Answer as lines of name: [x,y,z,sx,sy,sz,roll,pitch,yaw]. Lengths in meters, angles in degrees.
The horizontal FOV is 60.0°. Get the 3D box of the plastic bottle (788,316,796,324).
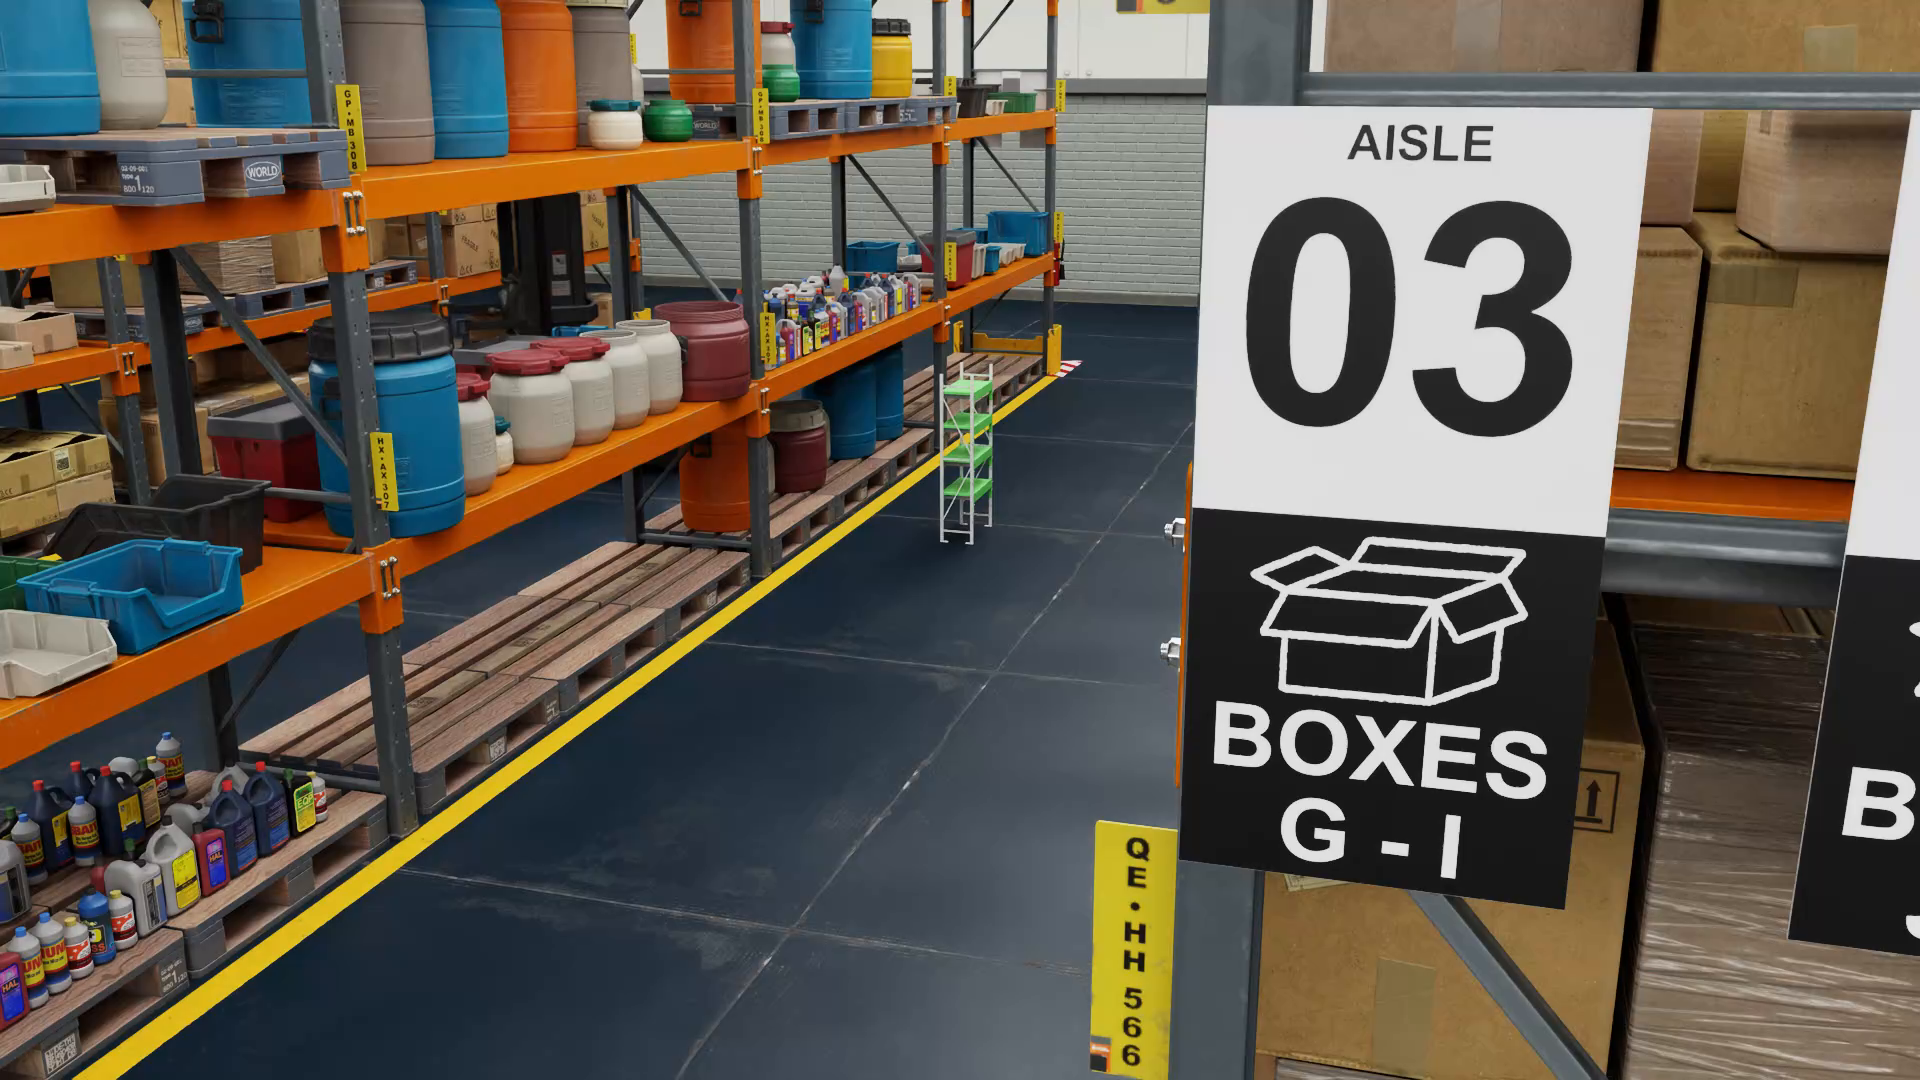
plastic bottle: [-1.180,-1.418,11.569,0.097,0.271,0.097,0,16,0]

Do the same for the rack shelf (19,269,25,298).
rack shelf: [-10.675,-2.184,15.349,1.077,0.370,4.000,5,16,16]

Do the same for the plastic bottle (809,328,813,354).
plastic bottle: [-1.084,-1.415,11.685,0.097,0.201,0.097,0,16,0]

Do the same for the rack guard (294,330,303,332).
rack guard: [-8.963,-2.903,21.149,1.175,0.500,0.348,5,16,16]

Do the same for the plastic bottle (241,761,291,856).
plastic bottle: [-2.788,1.062,6.637,0.144,0.351,0.185,4,16,14]

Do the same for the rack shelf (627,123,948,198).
rack shelf: [-1.177,-2.858,12.231,1.077,0.370,4.000,5,16,16]

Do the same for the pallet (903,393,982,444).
pallet: [-0.437,-1.139,15.457,1.003,0.211,1.213,5,16,16]

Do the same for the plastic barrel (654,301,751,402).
plastic barrel: [-1.586,-1.159,10.168,0.600,0.536,0.708,5,16,16]

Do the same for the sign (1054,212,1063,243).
sign: [1.060,-3.371,17.919,0.100,0.325,0.005,5,16,16]

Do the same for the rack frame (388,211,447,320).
rack frame: [-5.356,-2.670,15.745,1.000,3.000,0.127,5,16,16]

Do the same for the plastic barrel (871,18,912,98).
plastic barrel: [-0.673,-3.766,12.998,0.600,0.588,0.600,0,16,0]

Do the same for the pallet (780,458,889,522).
pallet: [-1.212,-0.424,12.939,1.003,0.211,1.213,5,16,16]

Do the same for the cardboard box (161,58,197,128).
cardboard box: [-6.257,-3.365,12.515,0.910,0.500,0.500,5,16,16]

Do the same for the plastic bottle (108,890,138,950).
plastic bottle: [-2.992,1.344,5.917,0.097,0.201,0.097,0,16,0]

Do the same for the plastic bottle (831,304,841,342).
plastic bottle: [-0.925,-1.595,12.191,0.097,0.271,0.097,0,16,0]

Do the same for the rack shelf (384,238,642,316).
rack shelf: [-4.788,-2.847,17.688,1.077,0.370,4.000,5,16,16]

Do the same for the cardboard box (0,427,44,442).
cardboard box: [-6.924,-0.658,11.894,0.500,0.311,0.500,5,17,18]

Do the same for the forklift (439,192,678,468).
forklift: [-3.801,-1.965,13.387,3.031,2.935,1.130,-7,17,-23]

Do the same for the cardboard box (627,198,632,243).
cardboard box: [-4.086,-3.626,18.933,0.500,0.500,0.500,5,17,18]

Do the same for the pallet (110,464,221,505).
pallet: [-6.245,-0.474,13.114,1.003,0.211,1.213,5,16,16]

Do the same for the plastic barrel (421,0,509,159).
plastic barrel: [-2.574,-2.368,8.265,0.600,0.901,0.708,5,16,16]

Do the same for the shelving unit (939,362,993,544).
shelving unit: [0.047,-0.621,11.818,0.258,1.200,0.503,5,16,16]

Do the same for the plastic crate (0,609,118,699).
plastic crate: [-3.100,0.380,5.477,0.530,0.136,0.437,5,16,16]

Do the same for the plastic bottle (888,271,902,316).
plastic bottle: [-0.556,-1.995,13.457,0.144,0.351,0.185,5,16,16]

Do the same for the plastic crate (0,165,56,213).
plastic crate: [-2.950,-1.057,5.044,0.243,0.136,0.396,5,16,16]

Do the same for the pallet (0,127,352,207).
pallet: [-2.993,-1.348,5.932,1.213,0.211,1.003,5,16,16]

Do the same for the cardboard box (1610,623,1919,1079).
cardboard box: [1.148,0.444,2.207,0.500,0.500,0.500,5,16,16]

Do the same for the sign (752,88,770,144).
sign: [-1.216,-2.590,10.159,0.100,0.325,0.005,5,16,16]

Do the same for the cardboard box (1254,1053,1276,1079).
cardboard box: [0.940,0.766,2.904,0.875,0.500,0.500,5,16,16]

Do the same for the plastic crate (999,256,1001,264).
plastic crate: [0.252,-2.777,16.498,0.298,0.136,0.250,5,16,16]

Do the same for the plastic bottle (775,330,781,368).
plastic bottle: [-1.253,-1.293,11.126,0.097,0.271,0.097,0,16,0]

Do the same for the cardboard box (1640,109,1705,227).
cardboard box: [0.696,-0.480,2.071,0.380,0.149,0.250,4,16,14]

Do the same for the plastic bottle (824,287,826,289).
plastic bottle: [-1.175,-2.060,13.958,0.097,0.201,0.097,0,16,0]

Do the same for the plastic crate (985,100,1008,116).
plastic crate: [0.179,-4.088,15.730,0.437,0.136,0.530,5,16,16]

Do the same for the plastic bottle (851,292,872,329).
plastic bottle: [-0.762,-1.773,12.812,0.152,0.276,0.135,5,16,16]

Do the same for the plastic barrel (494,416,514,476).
plastic barrel: [-2.359,-0.460,8.206,0.301,0.262,0.301,0,16,0]

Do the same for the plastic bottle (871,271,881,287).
plastic bottle: [-0.694,-2.006,13.496,0.144,0.351,0.185,5,16,16]

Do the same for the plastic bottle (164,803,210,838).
plastic bottle: [-2.992,1.143,6.487,0.152,0.276,0.135,5,16,16]

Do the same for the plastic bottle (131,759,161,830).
plastic bottle: [-3.356,1.048,6.811,0.061,0.283,0.133,5,16,16]

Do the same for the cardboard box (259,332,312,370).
cardboard box: [-6.012,-1.670,14.622,0.500,0.250,0.500,5,16,16]

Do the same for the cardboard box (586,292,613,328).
cardboard box: [-4.138,-2.564,19.147,0.500,0.500,0.500,5,16,16]

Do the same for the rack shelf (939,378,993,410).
rack shelf: [0.047,-1.021,11.705,0.258,0.148,0.480,5,16,16]

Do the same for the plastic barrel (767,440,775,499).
plastic barrel: [-1.548,-0.527,11.981,0.421,0.512,0.421,0,16,0]

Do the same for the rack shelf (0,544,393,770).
rack shelf: [-3.450,0.678,5.262,1.077,0.370,4.000,5,16,16]

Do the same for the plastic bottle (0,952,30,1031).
plastic bottle: [-3.123,1.442,5.420,0.061,0.283,0.133,5,17,17]

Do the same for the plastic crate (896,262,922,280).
plastic crate: [-0.548,-2.495,15.523,0.437,0.125,0.590,5,16,16]

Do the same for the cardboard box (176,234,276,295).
cardboard box: [-5.979,-2.271,13.388,0.700,0.500,0.500,8,18,26]

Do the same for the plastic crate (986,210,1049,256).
plastic crate: [0.612,-3.275,17.704,0.616,0.435,0.499,5,16,16]

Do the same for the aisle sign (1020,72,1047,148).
aisle sign: [0.830,-4.578,17.708,0.394,0.787,0.004,5,16,16]

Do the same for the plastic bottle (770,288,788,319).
plastic bottle: [-1.434,-1.831,13.013,0.152,0.276,0.135,5,16,16]

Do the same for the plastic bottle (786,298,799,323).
plastic bottle: [-1.309,-1.790,13.007,0.097,0.201,0.097,0,16,0]

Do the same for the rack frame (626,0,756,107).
rack frame: [-1.745,-4.124,9.879,1.000,3.000,0.127,5,16,16]

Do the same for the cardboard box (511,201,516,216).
cardboard box: [-4.660,-3.570,16.903,0.500,0.500,0.500,4,16,14]

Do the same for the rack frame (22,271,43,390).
rack frame: [-10.107,-3.053,17.096,1.000,3.000,0.127,5,16,16]

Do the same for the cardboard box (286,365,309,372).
cardboard box: [-5.513,-1.268,14.576,0.500,0.500,0.500,5,17,17]

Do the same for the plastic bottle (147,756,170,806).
plastic bottle: [-3.422,1.019,7.062,0.097,0.201,0.097,0,16,0]

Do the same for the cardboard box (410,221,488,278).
cardboard box: [-4.950,-2.830,16.127,0.500,0.500,0.500,5,17,17]
